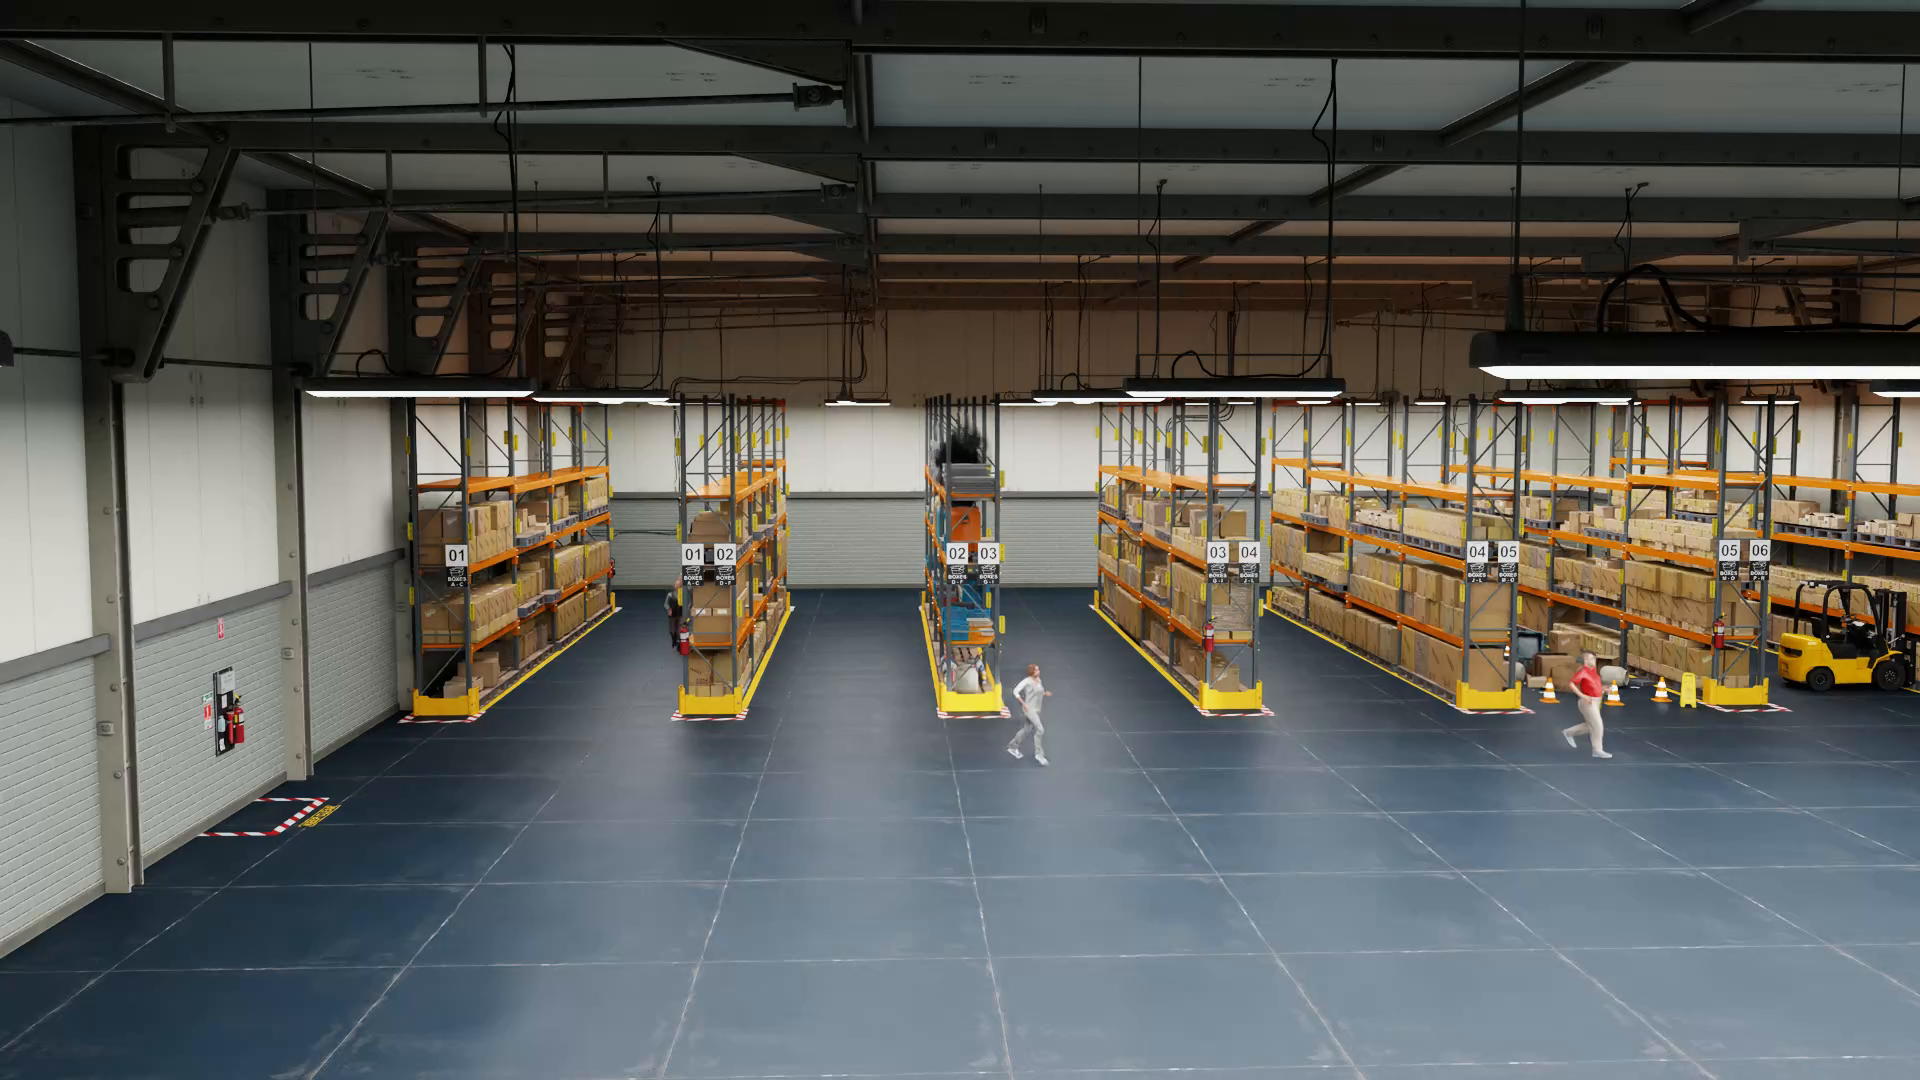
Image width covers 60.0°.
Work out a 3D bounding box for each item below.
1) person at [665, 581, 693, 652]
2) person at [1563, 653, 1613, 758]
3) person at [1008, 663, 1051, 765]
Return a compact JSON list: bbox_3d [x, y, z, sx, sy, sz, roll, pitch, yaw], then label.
[{"bbox_3d":[-6.616,1.800,39.090,0.657,1.670,0.607,-1,5,-7],"label":"person"},{"bbox_3d":[10.351,2.705,27.422,0.886,1.693,0.676,4,6,42],"label":"person"},{"bbox_3d":[1.131,2.802,26.926,0.743,1.642,0.514,2,5,24],"label":"person"}]
